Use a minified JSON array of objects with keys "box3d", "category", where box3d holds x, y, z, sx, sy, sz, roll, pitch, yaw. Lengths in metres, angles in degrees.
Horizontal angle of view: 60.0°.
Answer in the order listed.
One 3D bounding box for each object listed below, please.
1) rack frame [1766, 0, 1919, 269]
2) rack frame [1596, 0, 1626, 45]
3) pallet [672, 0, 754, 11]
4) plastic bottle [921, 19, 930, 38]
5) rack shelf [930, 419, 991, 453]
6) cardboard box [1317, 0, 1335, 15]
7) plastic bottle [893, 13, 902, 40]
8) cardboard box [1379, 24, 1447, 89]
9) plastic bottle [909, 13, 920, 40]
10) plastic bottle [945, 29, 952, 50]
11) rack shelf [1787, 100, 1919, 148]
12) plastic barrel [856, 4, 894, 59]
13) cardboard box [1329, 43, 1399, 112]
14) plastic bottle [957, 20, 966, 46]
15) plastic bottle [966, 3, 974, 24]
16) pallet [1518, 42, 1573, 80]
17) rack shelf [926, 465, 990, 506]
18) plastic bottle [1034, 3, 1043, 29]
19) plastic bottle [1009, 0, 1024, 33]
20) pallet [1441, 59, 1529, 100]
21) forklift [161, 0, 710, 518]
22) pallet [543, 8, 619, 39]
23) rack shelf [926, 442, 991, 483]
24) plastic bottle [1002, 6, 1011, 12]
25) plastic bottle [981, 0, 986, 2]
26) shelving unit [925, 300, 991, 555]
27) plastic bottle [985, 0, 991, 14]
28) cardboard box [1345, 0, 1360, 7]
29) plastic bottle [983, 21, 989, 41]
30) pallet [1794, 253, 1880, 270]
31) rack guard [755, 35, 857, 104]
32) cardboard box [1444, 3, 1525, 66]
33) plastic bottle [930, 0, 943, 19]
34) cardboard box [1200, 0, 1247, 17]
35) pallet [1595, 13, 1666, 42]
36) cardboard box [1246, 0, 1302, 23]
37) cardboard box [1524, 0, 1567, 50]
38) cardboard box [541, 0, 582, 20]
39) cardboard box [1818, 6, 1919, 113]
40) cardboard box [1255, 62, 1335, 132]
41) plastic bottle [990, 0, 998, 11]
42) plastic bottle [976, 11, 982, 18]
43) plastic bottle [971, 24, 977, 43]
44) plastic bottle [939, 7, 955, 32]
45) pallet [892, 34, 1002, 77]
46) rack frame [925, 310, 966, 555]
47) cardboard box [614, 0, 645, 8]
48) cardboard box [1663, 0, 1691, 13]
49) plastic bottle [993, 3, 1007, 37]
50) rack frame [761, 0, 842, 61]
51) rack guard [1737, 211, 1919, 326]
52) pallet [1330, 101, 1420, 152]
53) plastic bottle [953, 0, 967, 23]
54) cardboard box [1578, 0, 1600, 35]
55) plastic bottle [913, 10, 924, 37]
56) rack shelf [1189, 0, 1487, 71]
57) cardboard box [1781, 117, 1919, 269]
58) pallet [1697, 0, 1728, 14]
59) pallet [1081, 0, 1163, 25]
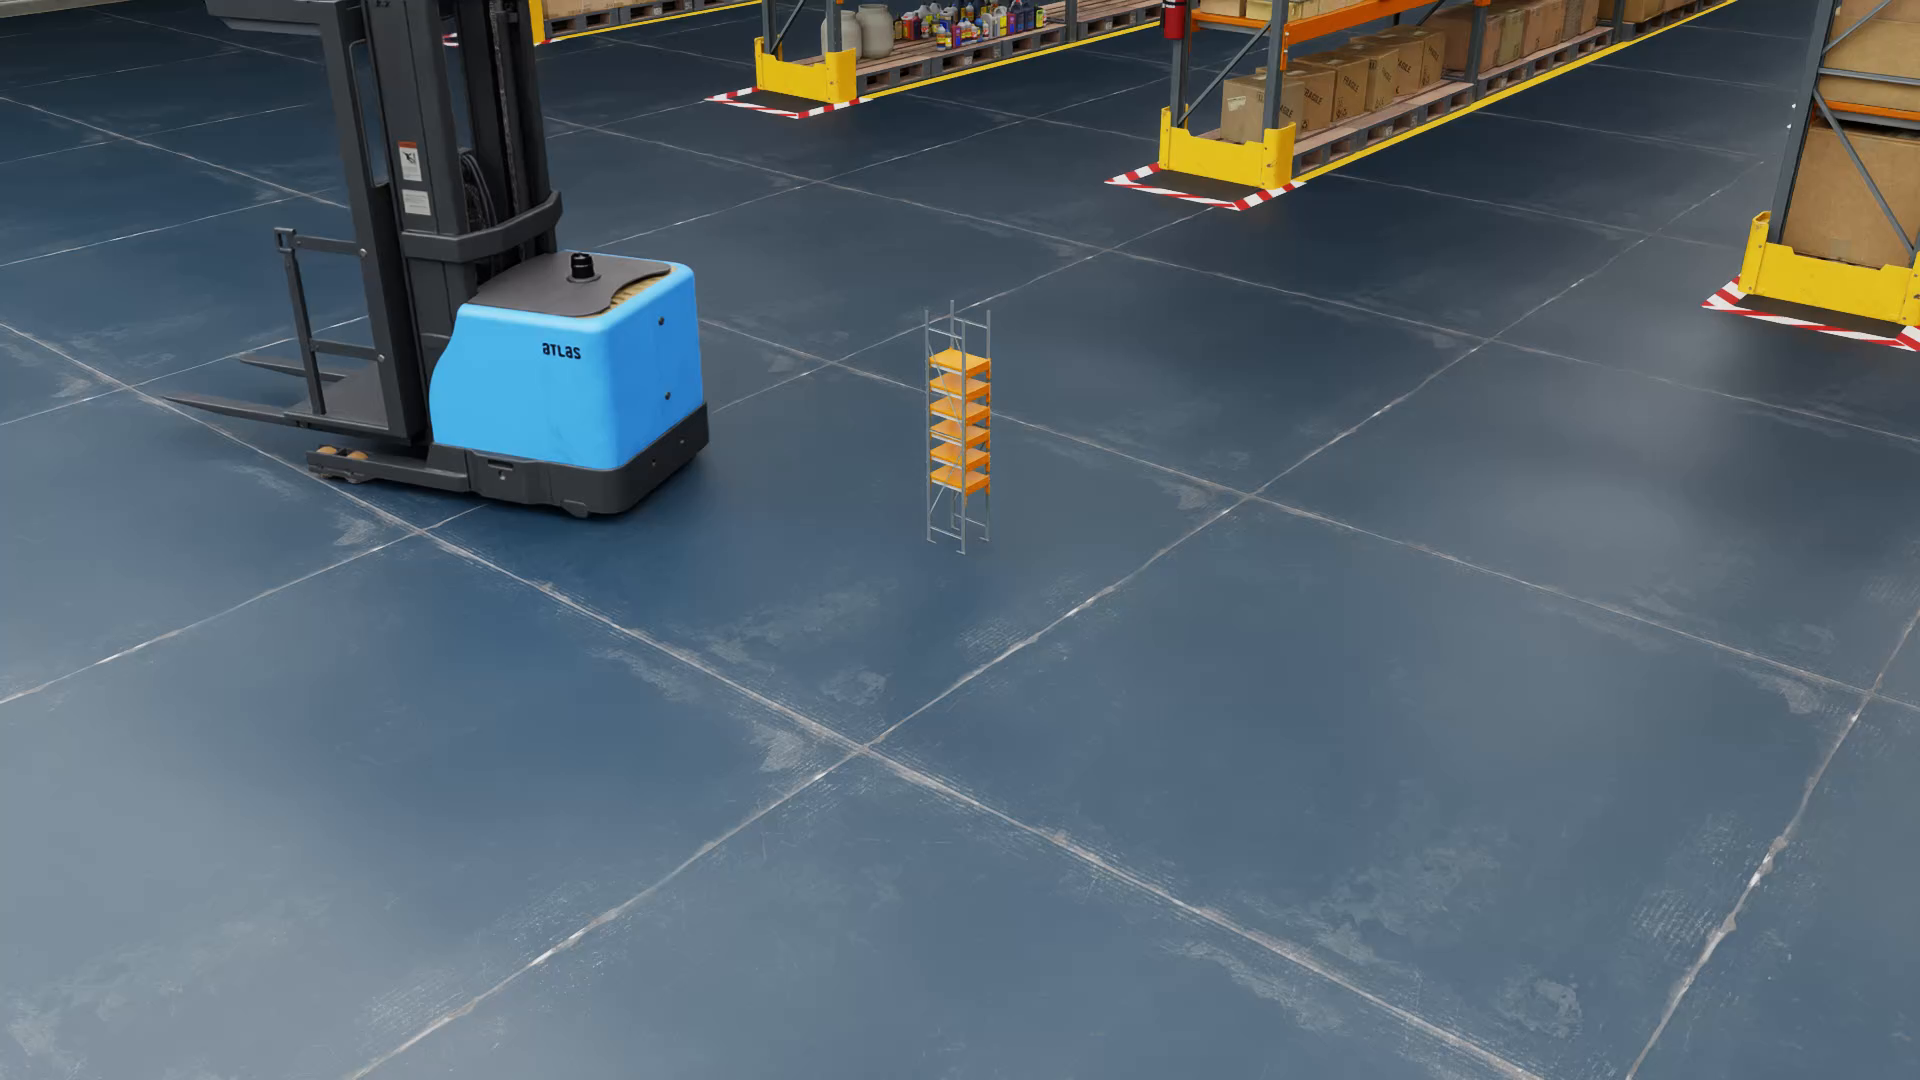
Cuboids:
[{"box3d":[5.987,-2.971,10.728,1.000,3.000,0.127,21,34,34],"category":"rack frame"},{"box3d":[7.312,-7.293,19.082,1.000,3.000,0.127,21,34,34],"category":"rack frame"},{"box3d":[-3.412,-7.263,22.059,1.003,0.211,1.213,21,34,34],"category":"pallet"},{"box3d":[-0.390,-5.736,18.640,0.097,0.201,0.097,0,27,0],"category":"plastic bottle"},{"box3d":[-0.009,-0.488,7.985,0.258,0.103,0.180,21,34,34],"category":"rack shelf"},{"box3d":[2.933,-4.543,14.041,0.380,0.149,0.250,21,34,34],"category":"cardboard box"},{"box3d":[-0.708,-5.719,18.517,0.061,0.283,0.133,22,34,36],"category":"plastic bottle"},{"box3d":[4.483,-4.821,16.567,0.500,0.500,0.500,20,33,33],"category":"cardboard box"},{"box3d":[-0.504,-5.722,18.524,0.061,0.283,0.133,21,34,34],"category":"plastic bottle"},{"box3d":[-0.139,-5.445,18.077,0.097,0.201,0.097,0,27,0],"category":"plastic bottle"},{"box3d":[7.259,-3.360,12.264,1.077,0.370,4.000,21,34,34],"category":"rack shelf"},{"box3d":[-0.920,-5.419,17.710,0.421,0.512,0.421,0,27,0],"category":"plastic barrel"},{"box3d":[3.790,-4.372,15.700,0.500,0.500,0.500,17,32,30],"category":"cardboard box"},{"box3d":[0.014,-5.561,18.225,0.097,0.271,0.097,0,27,0],"category":"plastic bottle"},{"box3d":[0.113,-6.054,19.178,0.097,0.271,0.097,0,27,0],"category":"plastic bottle"},{"box3d":[6.038,-5.347,18.356,1.003,0.211,1.213,21,34,34],"category":"pallet"},{"box3d":[-0.009,-0.275,8.095,0.258,0.103,0.180,21,34,34],"category":"rack shelf"},{"box3d":[0.895,-6.044,19.146,0.061,0.283,0.133,23,35,37],"category":"plastic bottle"},{"box3d":[0.637,-5.960,18.911,0.144,0.351,0.185,19,33,32],"category":"plastic bottle"},{"box3d":[5.262,-4.912,17.516,1.003,0.211,1.213,21,34,34],"category":"pallet"},{"box3d":[-2.949,-1.818,8.574,3.031,2.935,1.130,9,29,18],"category":"forklift"},{"box3d":[-4.964,-6.398,20.387,1.003,0.211,1.213,21,34,34],"category":"pallet"},{"box3d":[-0.009,-0.382,8.040,0.258,0.103,0.180,21,34,34],"category":"rack shelf"},{"box3d":[0.507,-5.961,18.994,0.152,0.276,0.135,21,34,34],"category":"plastic bottle"},{"box3d":[0.221,-6.200,19.456,0.152,0.276,0.135,22,35,36],"category":"plastic bottle"},{"box3d":[-0.009,-0.528,7.964,0.258,1.200,0.189,21,34,34],"category":"shelving unit"},{"box3d":[0.303,-6.172,19.394,0.061,0.283,0.133,21,34,34],"category":"plastic bottle"},{"box3d":[3.241,-4.725,14.391,0.380,0.149,0.250,21,34,34],"category":"cardboard box"},{"box3d":[0.271,-5.673,18.518,0.097,0.201,0.097,0,27,0],"category":"plastic bottle"},{"box3d":[6.435,-2.039,11.961,1.003,0.211,1.213,21,34,34],"category":"pallet"},{"box3d":[-1.586,-4.834,17.051,1.175,0.500,0.348,21,34,34],"category":"rack guard"},{"box3d":[5.493,-5.335,17.539,0.700,0.500,0.500,21,34,34],"category":"cardboard box"},{"box3d":[-0.278,-5.958,18.907,0.144,0.351,0.185,20,34,34],"category":"plastic bottle"},{"box3d":[2.246,-4.506,13.969,0.380,0.149,0.250,21,34,34],"category":"cardboard box"},{"box3d":[7.872,-6.312,20.221,1.003,0.211,1.213,21,34,34],"category":"pallet"},{"box3d":[2.589,-4.376,13.718,0.380,0.149,0.250,21,34,34],"category":"cardboard box"},{"box3d":[6.203,-5.731,18.305,0.700,0.500,0.500,24,36,38],"category":"cardboard box"},{"box3d":[-4.905,-6.443,19.976,0.500,0.250,0.500,21,34,34],"category":"cardboard box"},{"box3d":[6.188,-3.182,10.973,0.875,0.550,0.550,21,34,34],"category":"cardboard box"},{"box3d":[2.988,-3.971,14.925,0.500,0.500,0.500,-18,32,-31],"category":"cardboard box"},{"box3d":[0.405,-6.321,19.694,0.097,0.271,0.097,0,27,0],"category":"plastic bottle"},{"box3d":[0.242,-5.790,18.656,0.061,0.283,0.133,21,34,34],"category":"plastic bottle"},{"box3d":[0.140,-5.600,18.377,0.097,0.201,0.097,0,27,0],"category":"plastic bottle"},{"box3d":[-0.148,-5.891,18.858,0.152,0.276,0.135,21,34,34],"category":"plastic bottle"},{"box3d":[-0.289,-5.423,18.503,1.003,0.211,1.213,21,34,34],"category":"pallet"},{"box3d":[-0.067,-0.495,7.902,0.240,1.200,0.006,21,34,34],"category":"rack frame"},{"box3d":[-4.272,-6.799,20.663,0.500,0.250,0.500,21,34,34],"category":"cardboard box"},{"box3d":[8.340,-7.088,20.542,1.225,0.875,0.875,21,34,35],"category":"cardboard box"},{"box3d":[0.431,-5.846,18.689,0.144,0.351,0.185,21,34,34],"category":"plastic bottle"},{"box3d":[-1.598,-5.904,16.398,1.000,3.000,0.127,21,34,34],"category":"rack frame"},{"box3d":[5.971,-1.852,11.286,1.175,0.500,0.348,21,34,34],"category":"rack guard"},{"box3d":[3.592,-3.953,15.661,1.003,0.211,1.213,21,34,34],"category":"pallet"},{"box3d":[-0.008,-6.109,19.198,0.144,0.351,0.185,19,33,32],"category":"plastic bottle"},{"box3d":[6.902,-6.134,19.085,0.700,0.500,0.500,19,33,32],"category":"cardboard box"},{"box3d":[-0.499,-5.799,18.681,0.152,0.276,0.135,20,33,33],"category":"plastic bottle"},{"box3d":[3.496,-4.846,15.135,1.077,0.370,4.000,21,34,34],"category":"rack shelf"},{"box3d":[6.367,-2.473,11.622,0.875,0.875,0.875,21,34,35],"category":"cardboard box"},{"box3d":[9.424,-7.177,21.893,1.003,0.211,1.213,21,34,34],"category":"pallet"},{"box3d":[2.191,-6.808,21.180,1.003,0.211,1.213,21,34,34],"category":"pallet"}]
